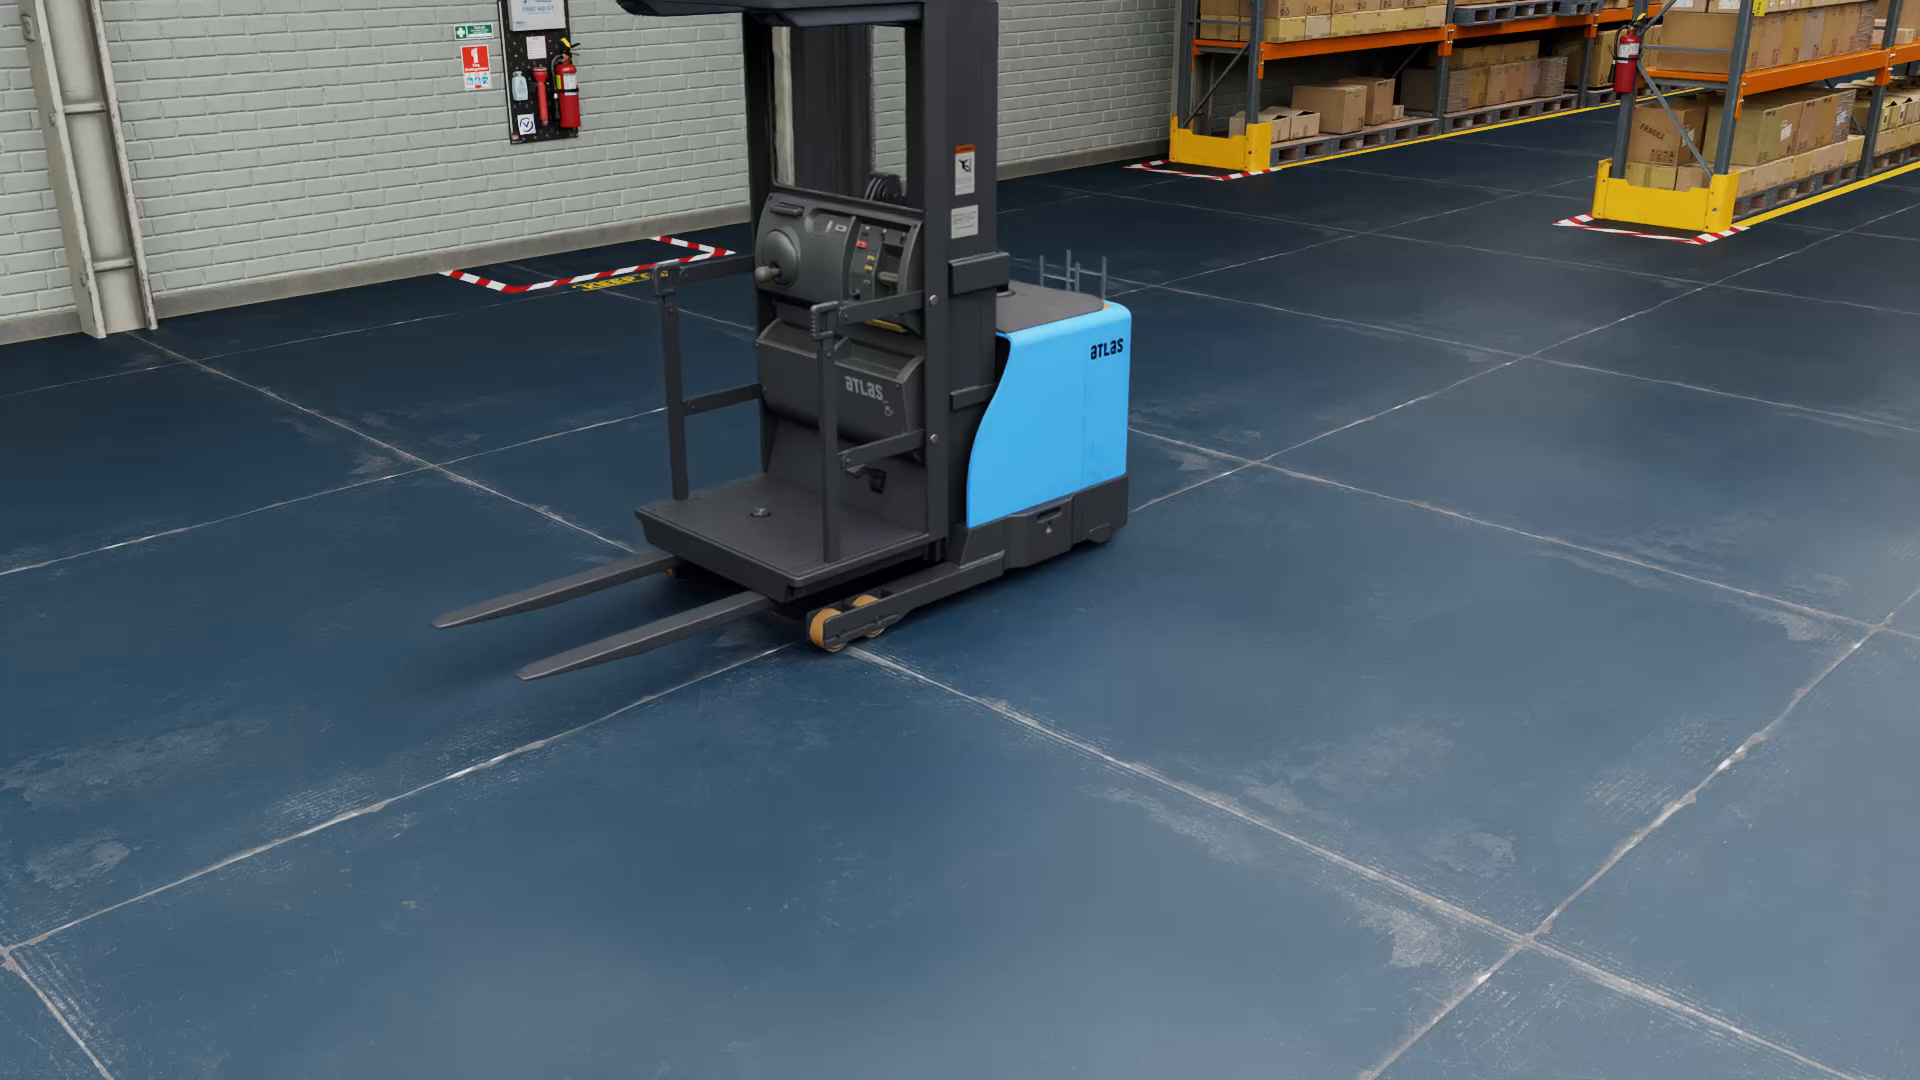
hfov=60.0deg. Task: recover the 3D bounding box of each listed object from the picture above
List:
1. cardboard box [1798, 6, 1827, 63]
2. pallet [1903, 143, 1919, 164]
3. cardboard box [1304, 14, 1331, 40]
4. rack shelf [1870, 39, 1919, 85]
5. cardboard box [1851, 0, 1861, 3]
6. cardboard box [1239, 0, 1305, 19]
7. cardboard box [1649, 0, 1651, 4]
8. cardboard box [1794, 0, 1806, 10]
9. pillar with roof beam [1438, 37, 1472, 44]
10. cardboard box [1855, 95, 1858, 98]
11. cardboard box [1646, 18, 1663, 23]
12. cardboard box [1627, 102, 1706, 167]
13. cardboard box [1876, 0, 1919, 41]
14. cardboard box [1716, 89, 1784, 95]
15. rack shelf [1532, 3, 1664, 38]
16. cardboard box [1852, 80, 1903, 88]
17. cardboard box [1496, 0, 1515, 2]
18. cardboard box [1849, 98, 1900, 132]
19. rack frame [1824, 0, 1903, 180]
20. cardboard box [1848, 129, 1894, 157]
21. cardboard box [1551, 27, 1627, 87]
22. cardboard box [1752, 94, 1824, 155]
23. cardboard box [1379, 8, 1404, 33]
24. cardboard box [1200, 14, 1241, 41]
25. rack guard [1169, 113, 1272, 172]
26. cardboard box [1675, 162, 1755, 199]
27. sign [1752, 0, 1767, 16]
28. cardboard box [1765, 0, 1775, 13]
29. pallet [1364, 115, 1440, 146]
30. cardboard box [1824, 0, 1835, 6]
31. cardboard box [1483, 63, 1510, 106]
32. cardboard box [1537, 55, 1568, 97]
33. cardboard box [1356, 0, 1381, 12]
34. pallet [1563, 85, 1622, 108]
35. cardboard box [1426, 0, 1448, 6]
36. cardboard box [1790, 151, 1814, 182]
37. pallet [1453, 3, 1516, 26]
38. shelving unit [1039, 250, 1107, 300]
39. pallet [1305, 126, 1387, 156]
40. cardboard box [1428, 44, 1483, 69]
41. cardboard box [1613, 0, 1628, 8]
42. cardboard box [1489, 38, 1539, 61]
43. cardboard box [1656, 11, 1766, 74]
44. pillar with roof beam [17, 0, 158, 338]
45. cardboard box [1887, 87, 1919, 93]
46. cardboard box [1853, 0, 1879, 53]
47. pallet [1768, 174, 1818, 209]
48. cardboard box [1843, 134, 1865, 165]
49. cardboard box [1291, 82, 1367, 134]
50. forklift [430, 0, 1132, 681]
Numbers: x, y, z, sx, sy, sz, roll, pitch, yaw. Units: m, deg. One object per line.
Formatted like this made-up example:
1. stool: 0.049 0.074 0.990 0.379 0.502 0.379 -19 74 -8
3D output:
1. cardboard box: 7.760 -4.841 15.850 0.500 0.500 0.700 -19 28 -40
2. pallet: 10.475 -4.520 19.040 1.003 0.211 1.213 19 28 41
3. cardboard box: 3.716 -5.640 18.250 0.500 0.250 0.500 18 28 39
4. rack shelf: 10.533 -5.486 18.669 1.077 0.370 4.000 19 28 41
5. cardboard box: 8.564 -5.335 16.229 0.380 0.149 0.250 19 28 41
6. cardboard box: 3.344 -5.855 17.762 0.500 0.500 0.500 19 28 41
7. cardboard box: 9.834 -7.890 24.244 0.380 0.149 0.250 19 28 41
8. cardboard box: 7.494 -4.941 15.206 0.380 0.149 0.250 18 27 39
9. pillar with roof beam: 9.934 -9.180 18.915 9.100 9.000 0.400 19 28 41
10. cardboard box: 9.573 -4.793 18.329 0.500 0.311 0.500 -19 28 -41
11. cardboard box: 10.807 -7.596 25.566 0.750 0.750 0.750 20 28 41
12. cardboard box: 6.508 -3.754 15.363 0.500 0.500 0.500 19 28 41
13. cardboard box: 10.053 -5.683 18.039 0.500 0.500 0.500 -18 27 -38
14. cardboard box: 7.893 -4.272 16.710 0.500 0.500 0.500 19 28 41
15. rack shelf: 9.772 -7.753 24.567 1.077 0.370 4.000 19 28 41
16. cardboard box: 10.635 -5.181 19.339 0.500 0.311 0.500 18 28 39
17. cardboard box: 6.797 -7.240 21.476 0.500 0.500 0.700 -16 26 -35
18. cardboard box: 9.605 -4.526 17.634 0.500 0.311 0.500 19 28 41
19. rack frame: 9.138 -5.307 17.202 1.000 3.000 0.127 19 28 41
20. cardboard box: 9.597 -4.262 17.728 0.500 0.250 0.500 18 28 39
21. cardboard box: 8.983 -6.923 23.817 0.750 0.750 0.750 19 28 40
22. cardboard box: 7.929 -4.009 16.026 0.500 0.500 0.500 19 28 41
23. cardboard box: 4.779 -6.029 19.260 0.500 0.250 0.500 19 28 40
24. cardboard box: 2.983 -5.626 18.212 0.500 0.250 0.500 -20 28 -41
25. rack guard: 2.849 -4.371 18.249 1.175 0.500 0.348 19 28 41
26. cardboard box: 6.881 -3.274 15.159 0.500 0.250 0.500 19 28 41
27. sign: 6.741 -4.580 13.992 0.100 0.325 0.005 19 28 41
28. cardboard box: 6.958 -4.744 14.693 0.380 0.149 0.250 18 28 39
29. pallet: 5.143 -5.063 20.453 1.003 0.211 1.213 19 28 41
30. cardboard box: 8.032 -5.138 15.719 0.250 0.149 0.380 -19 28 -40
31. cardboard box: 6.797 -6.045 21.991 0.700 0.500 0.500 20 28 41
32. cardboard box: 7.912 -6.415 22.954 0.500 0.500 0.700 -20 29 -41
33. cardboard box: 4.412 -6.246 18.781 0.500 0.500 0.500 -19 28 -40
34. pallet: 8.980 -6.457 24.079 1.003 0.211 1.213 19 28 41
35. cardboard box: 5.478 -6.637 19.796 0.500 0.500 0.500 19 28 41
36. cardboard box: 7.928 -3.659 16.161 0.500 0.250 0.500 19 28 41
37. pallet: 6.223 -6.617 20.876 1.003 0.211 1.213 19 28 41
38. shelving unit: 0.517 -0.737 7.820 0.189 1.200 0.258 -19 28 -41
39. pallet: 4.292 -4.748 19.633 1.003 0.211 1.213 19 28 41
40. cardboard box: 6.392 -6.242 21.460 0.500 0.250 0.500 19 28 40
41. cardboard box: 9.200 -7.603 23.497 0.250 0.149 0.380 -19 28 -40
42. cardboard box: 7.469 -6.634 22.479 0.500 0.250 0.500 -20 28 -41
43. cardboard box: 6.682 -4.443 14.813 0.700 0.500 0.500 19 28 41
44. pillar with roof beam: -2.623 -4.553 6.877 9.100 9.000 0.400 19 28 41
45. cardboard box: 10.676 -4.921 18.663 0.500 0.311 0.500 -19 28 -41
46. cardboard box: 8.833 -5.238 16.883 0.700 0.500 0.500 18 28 39
47. pallet: 7.702 -3.497 16.378 1.003 0.211 1.213 19 28 41
48. cardboard box: 8.971 -4.046 17.168 0.500 0.250 0.500 19 28 41
49. cardboard box: 4.288 -5.035 19.363 0.700 0.500 0.500 17 27 37
50. forklift: -0.644 -1.144 6.466 3.031 2.935 1.130 -19 28 -41
